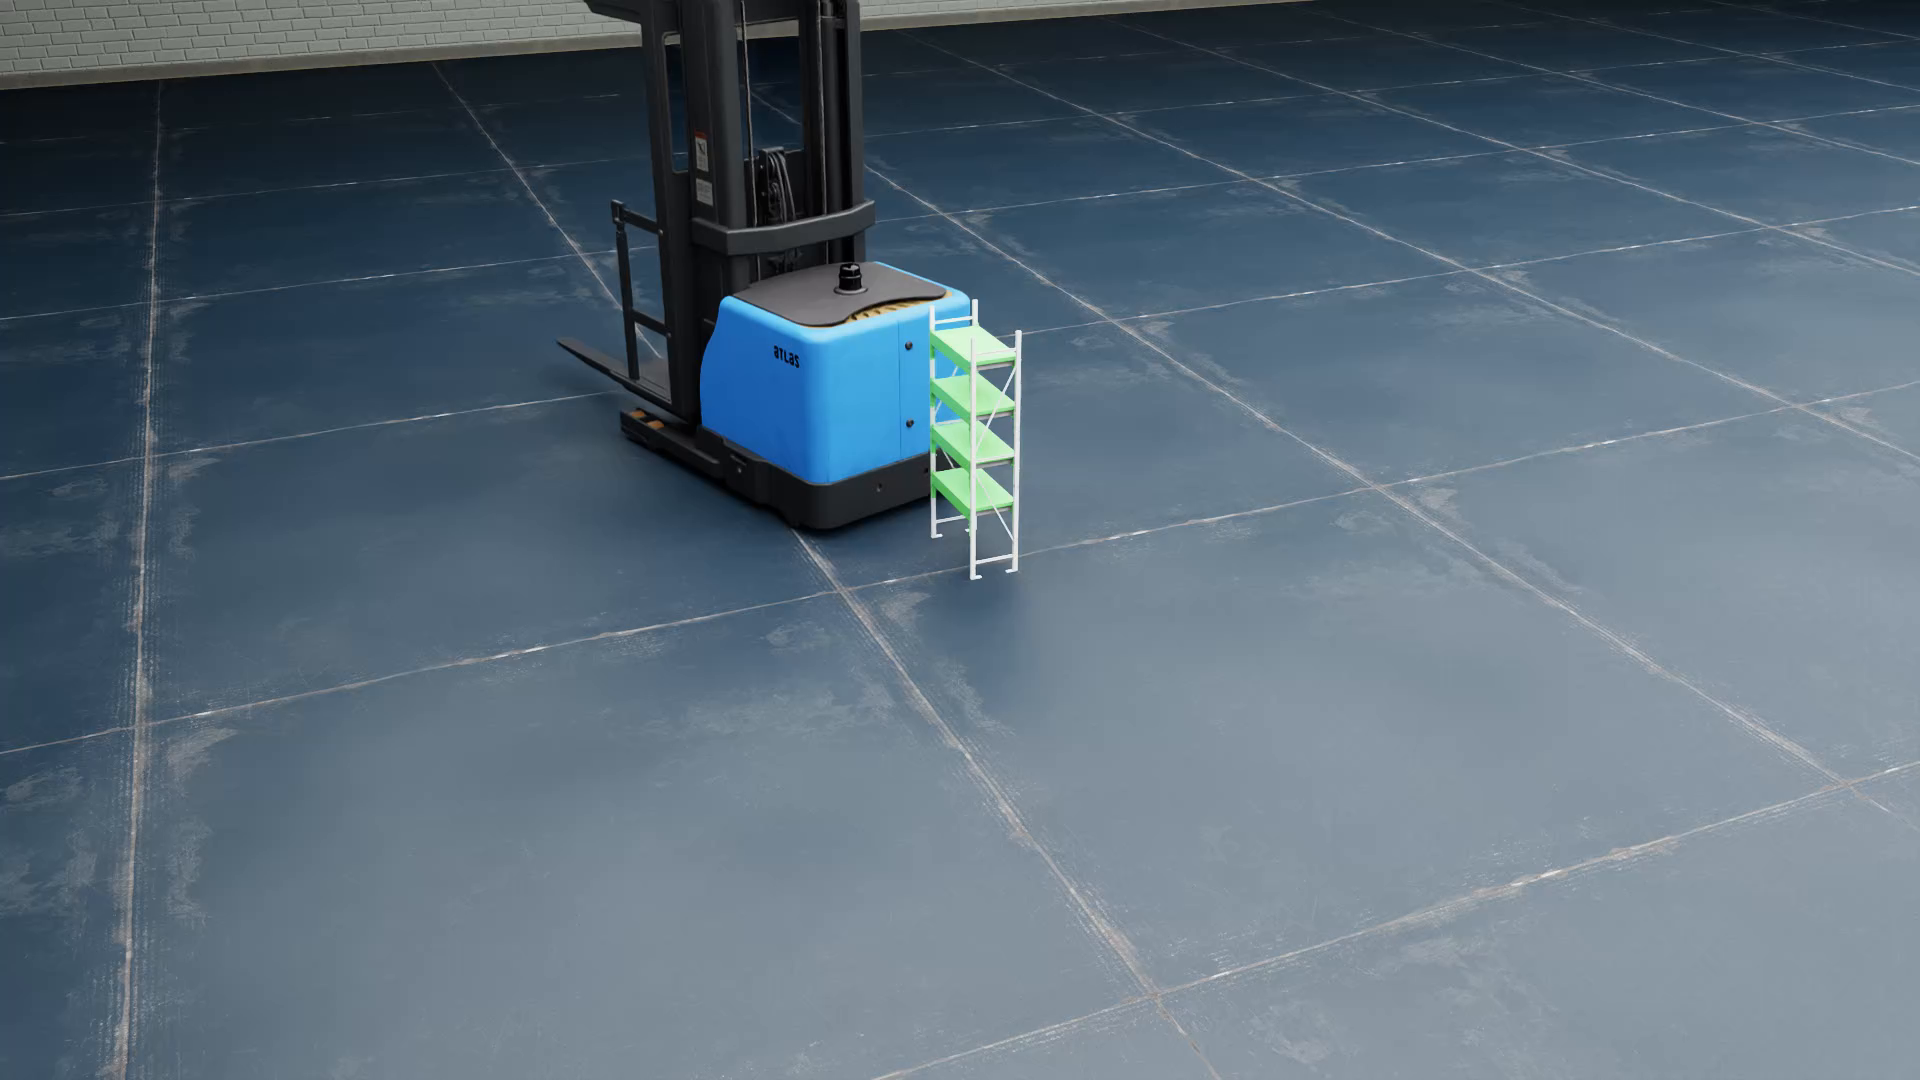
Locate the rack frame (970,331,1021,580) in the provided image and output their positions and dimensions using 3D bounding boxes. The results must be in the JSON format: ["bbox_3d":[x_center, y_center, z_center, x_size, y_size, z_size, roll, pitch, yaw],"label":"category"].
[{"bbox_3d":[0.160,-0.374,7.648,0.240,1.200,0.015,-11,28,-21],"label":"rack frame"}]

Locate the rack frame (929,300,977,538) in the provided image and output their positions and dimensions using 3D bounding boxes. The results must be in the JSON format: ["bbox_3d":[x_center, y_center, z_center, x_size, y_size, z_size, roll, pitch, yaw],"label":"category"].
[{"bbox_3d":[-0.031,-0.571,8.052,0.240,1.200,0.015,-11,28,-21],"label":"rack frame"}]

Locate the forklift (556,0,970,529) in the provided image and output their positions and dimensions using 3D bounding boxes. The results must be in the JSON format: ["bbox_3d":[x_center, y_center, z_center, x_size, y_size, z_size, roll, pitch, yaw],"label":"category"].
[{"bbox_3d":[-1.265,-1.942,8.887,1.130,2.935,3.031,-20,33,-35],"label":"forklift"}]

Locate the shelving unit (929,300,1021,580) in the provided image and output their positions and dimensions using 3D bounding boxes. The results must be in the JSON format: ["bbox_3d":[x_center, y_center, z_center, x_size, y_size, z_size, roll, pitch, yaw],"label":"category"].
[{"bbox_3d":[0.065,-0.472,7.850,0.258,1.200,0.503,-11,28,-21],"label":"shelving unit"}]

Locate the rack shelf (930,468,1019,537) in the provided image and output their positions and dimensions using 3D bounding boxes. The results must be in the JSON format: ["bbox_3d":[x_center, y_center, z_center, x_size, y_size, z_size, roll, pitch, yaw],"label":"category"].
[{"bbox_3d":[0.065,-0.199,7.983,0.258,0.148,0.480,-11,28,-21],"label":"rack shelf"}]

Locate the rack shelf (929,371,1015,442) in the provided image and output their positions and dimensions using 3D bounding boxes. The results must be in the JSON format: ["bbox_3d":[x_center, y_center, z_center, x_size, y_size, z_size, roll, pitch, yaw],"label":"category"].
[{"bbox_3d":[0.065,-0.631,7.773,0.258,0.148,0.480,-11,28,-21],"label":"rack shelf"}]

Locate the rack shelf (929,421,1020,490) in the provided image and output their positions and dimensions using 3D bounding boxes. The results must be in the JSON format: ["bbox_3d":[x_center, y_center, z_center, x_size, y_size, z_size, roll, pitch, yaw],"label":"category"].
[{"bbox_3d":[0.065,-0.415,7.878,0.258,0.148,0.480,-11,28,-21],"label":"rack shelf"}]

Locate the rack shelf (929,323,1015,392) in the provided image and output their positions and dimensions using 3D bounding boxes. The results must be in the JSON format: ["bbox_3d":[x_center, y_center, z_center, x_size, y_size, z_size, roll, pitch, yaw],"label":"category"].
[{"bbox_3d":[0.065,-0.846,7.667,0.258,0.148,0.480,-11,28,-21],"label":"rack shelf"}]
